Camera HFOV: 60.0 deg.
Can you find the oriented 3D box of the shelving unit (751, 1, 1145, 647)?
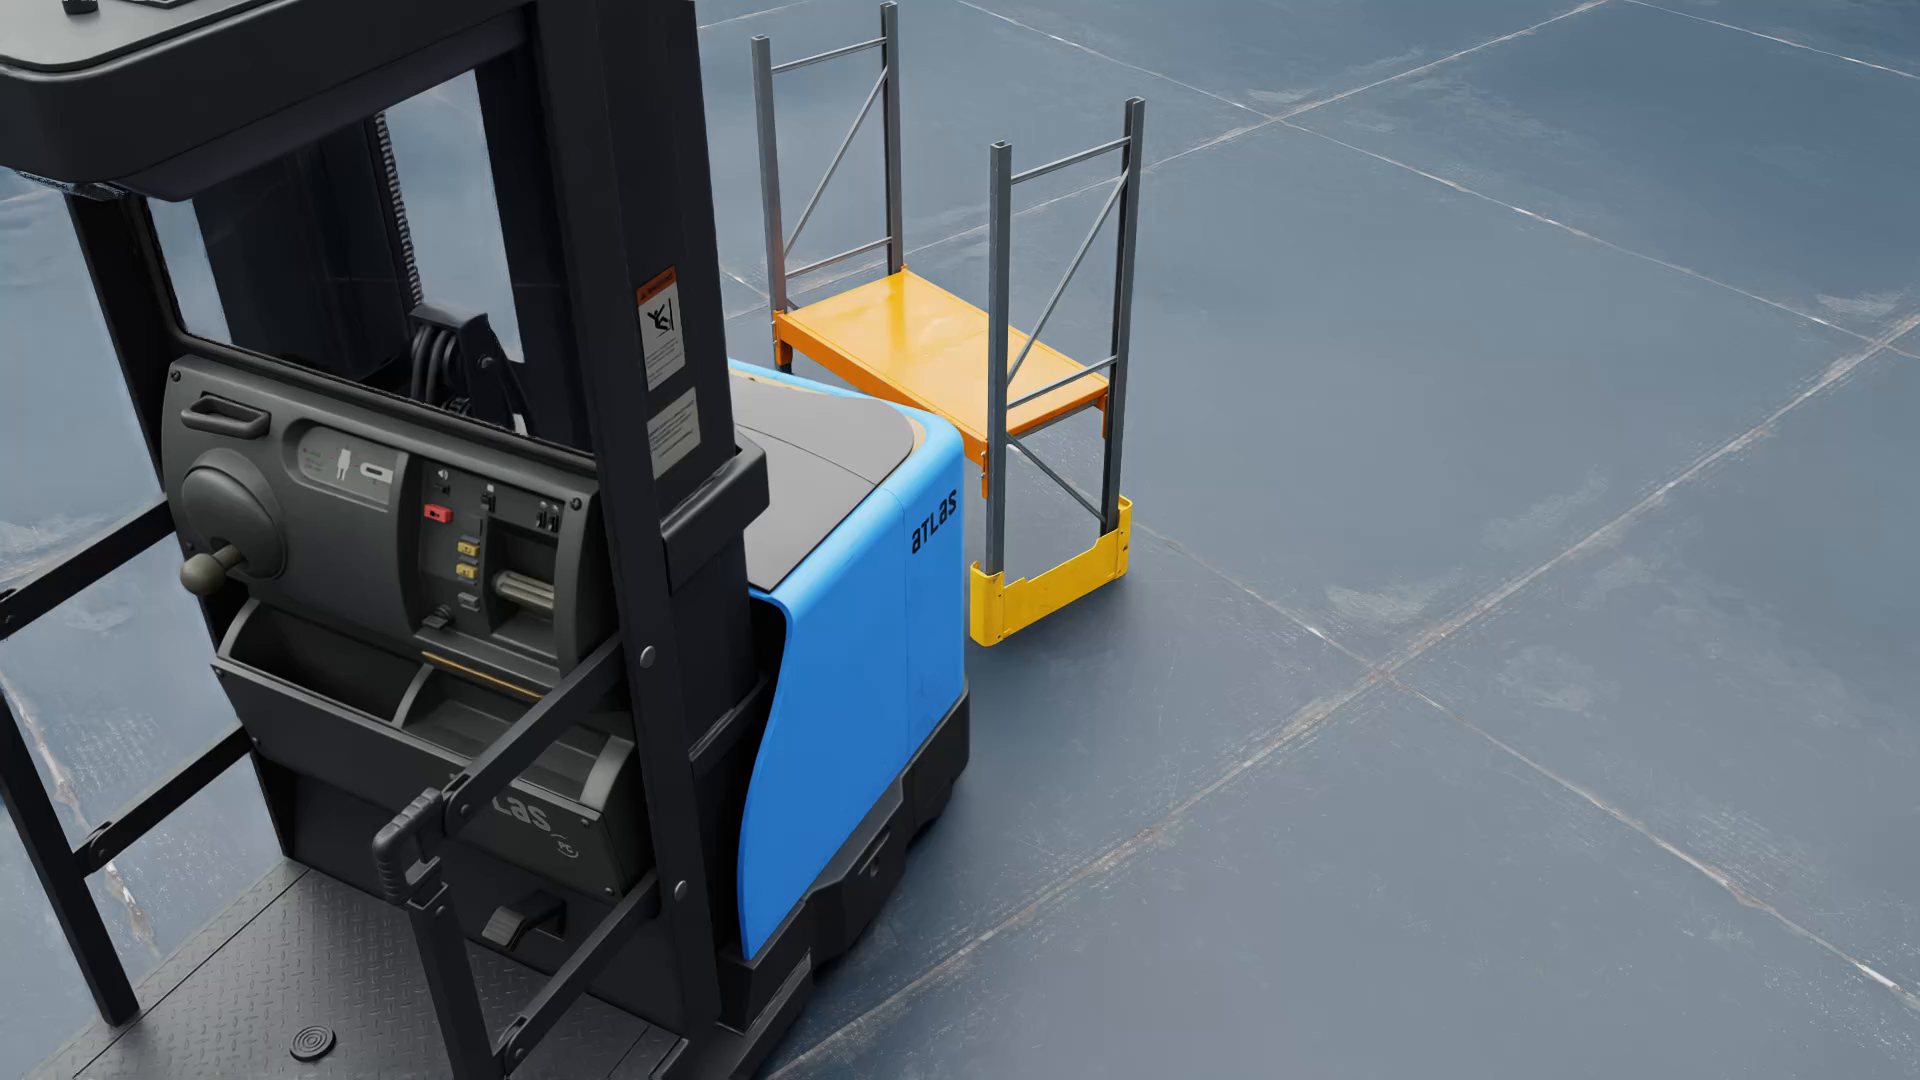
[{"bbox_3d":[-0.049,-0.646,4.864,0.587,1.500,1.083,-26,43,-32],"label":"shelving unit"}]

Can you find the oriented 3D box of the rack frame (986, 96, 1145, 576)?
[{"bbox_3d":[0.273,-0.425,4.553,0.500,1.500,0.032,-26,43,-32],"label":"rack frame"}]

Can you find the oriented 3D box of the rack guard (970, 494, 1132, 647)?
[{"bbox_3d":[0.272,0.084,4.915,0.587,0.250,0.087,-26,43,-32],"label":"rack guard"}]

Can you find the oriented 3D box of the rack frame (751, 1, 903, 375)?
[{"bbox_3d":[-0.383,-0.874,5.187,0.500,1.500,0.032,-26,43,-32],"label":"rack frame"}]

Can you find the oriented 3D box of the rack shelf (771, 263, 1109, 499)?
[{"bbox_3d":[-0.055,-0.503,4.974,0.538,0.185,1.000,-26,43,-32],"label":"rack shelf"}]

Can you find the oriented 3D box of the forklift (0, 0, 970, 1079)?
[{"bbox_3d":[-1.101,0.035,2.665,1.130,2.935,3.031,17,39,22],"label":"forklift"}]
